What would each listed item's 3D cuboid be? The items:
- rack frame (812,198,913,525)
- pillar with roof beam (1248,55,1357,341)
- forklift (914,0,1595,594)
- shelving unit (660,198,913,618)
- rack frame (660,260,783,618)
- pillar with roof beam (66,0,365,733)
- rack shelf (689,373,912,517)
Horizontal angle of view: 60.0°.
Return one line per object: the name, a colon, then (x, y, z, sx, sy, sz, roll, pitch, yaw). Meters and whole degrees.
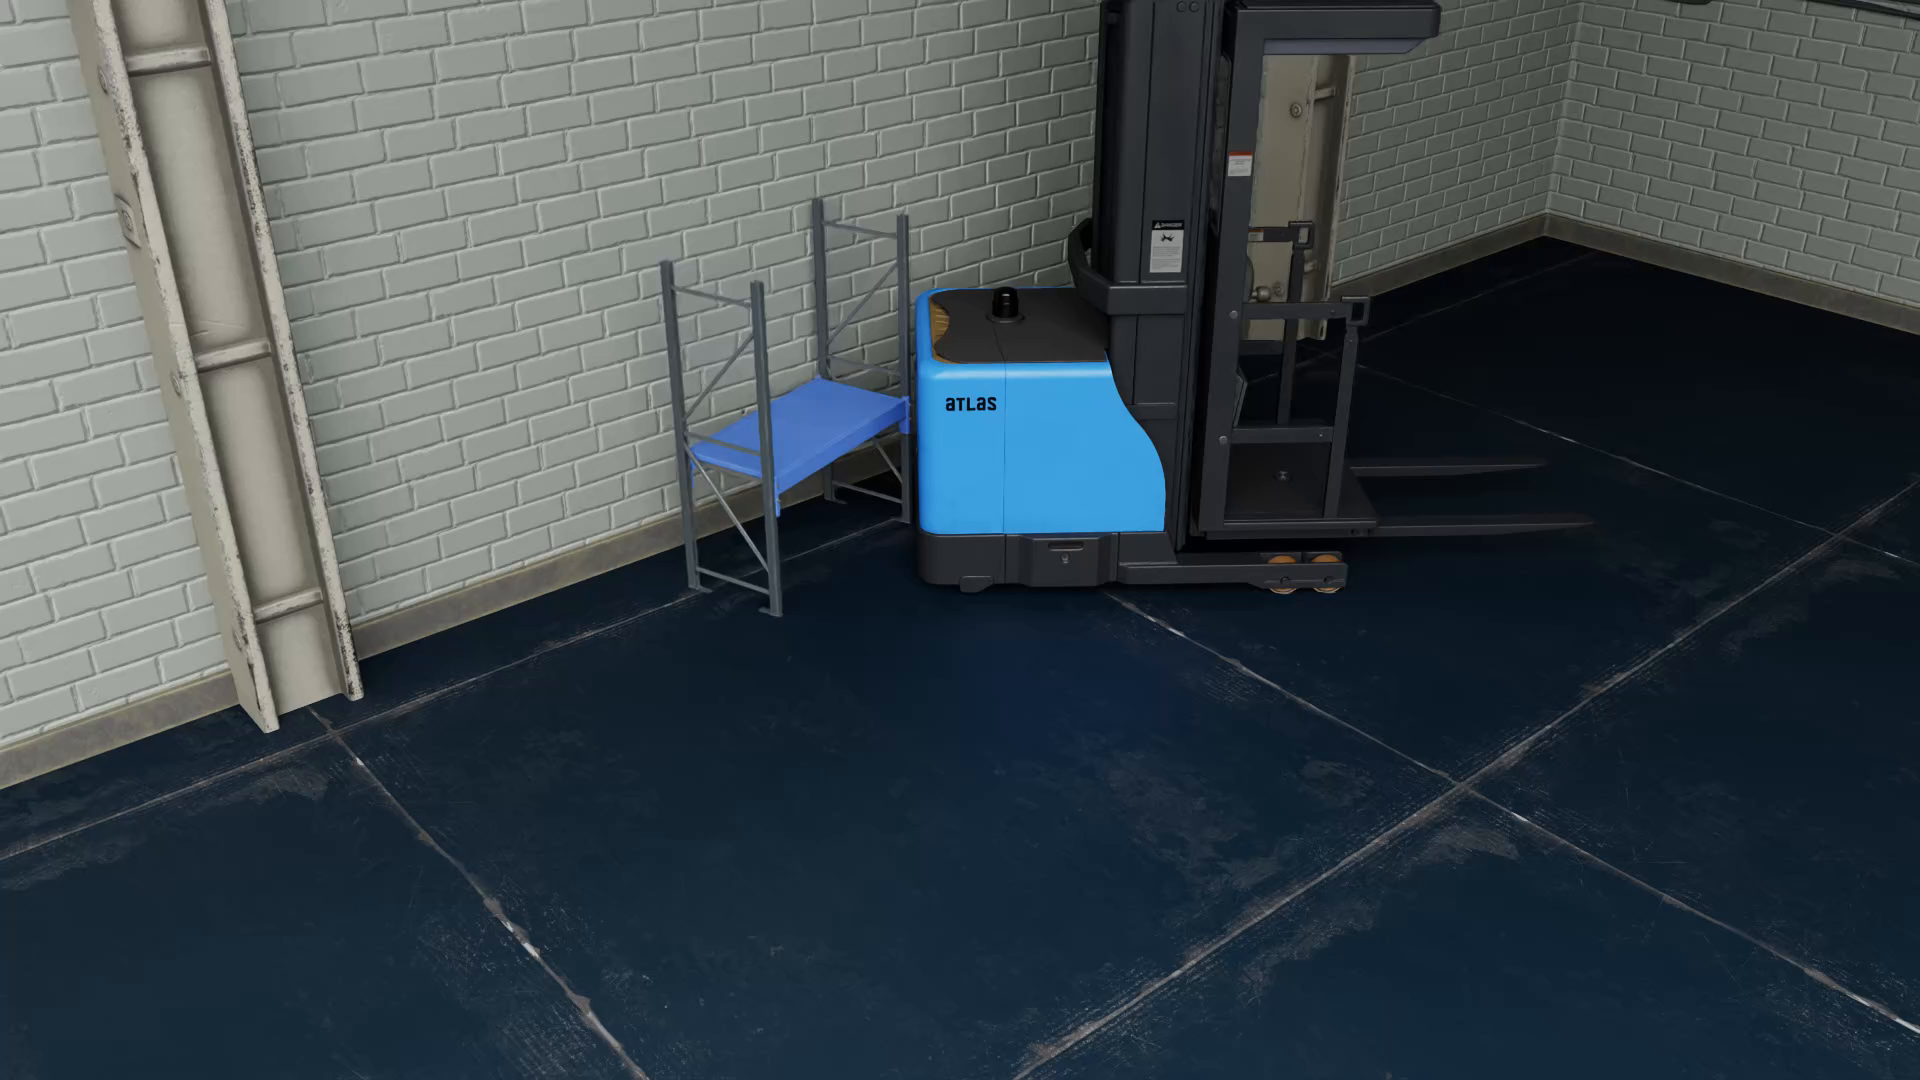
rack frame: (-0.442, -0.801, 7.657, 0.500, 1.500, 0.032, 16, 32, 28)
pillar with roof beam: (4.752, -3.636, 5.005, 0.400, 9.000, 9.100, -22, 35, -35)
forklift: (1.311, -1.305, 7.082, 3.031, 2.935, 1.130, -1, 28, -2)
shelving unit: (-0.712, -0.598, 7.277, 0.538, 1.500, 1.048, 16, 32, 28)
rack frame: (-0.981, -0.394, 6.897, 0.500, 1.500, 0.032, 16, 32, 28)
pillar with roof beam: (0.187, -1.800, 1.571, 0.400, 9.000, 9.100, -22, 35, -35)
rack shelf: (-0.711, -0.439, 7.362, 0.538, 0.185, 1.000, 16, 32, 28)
